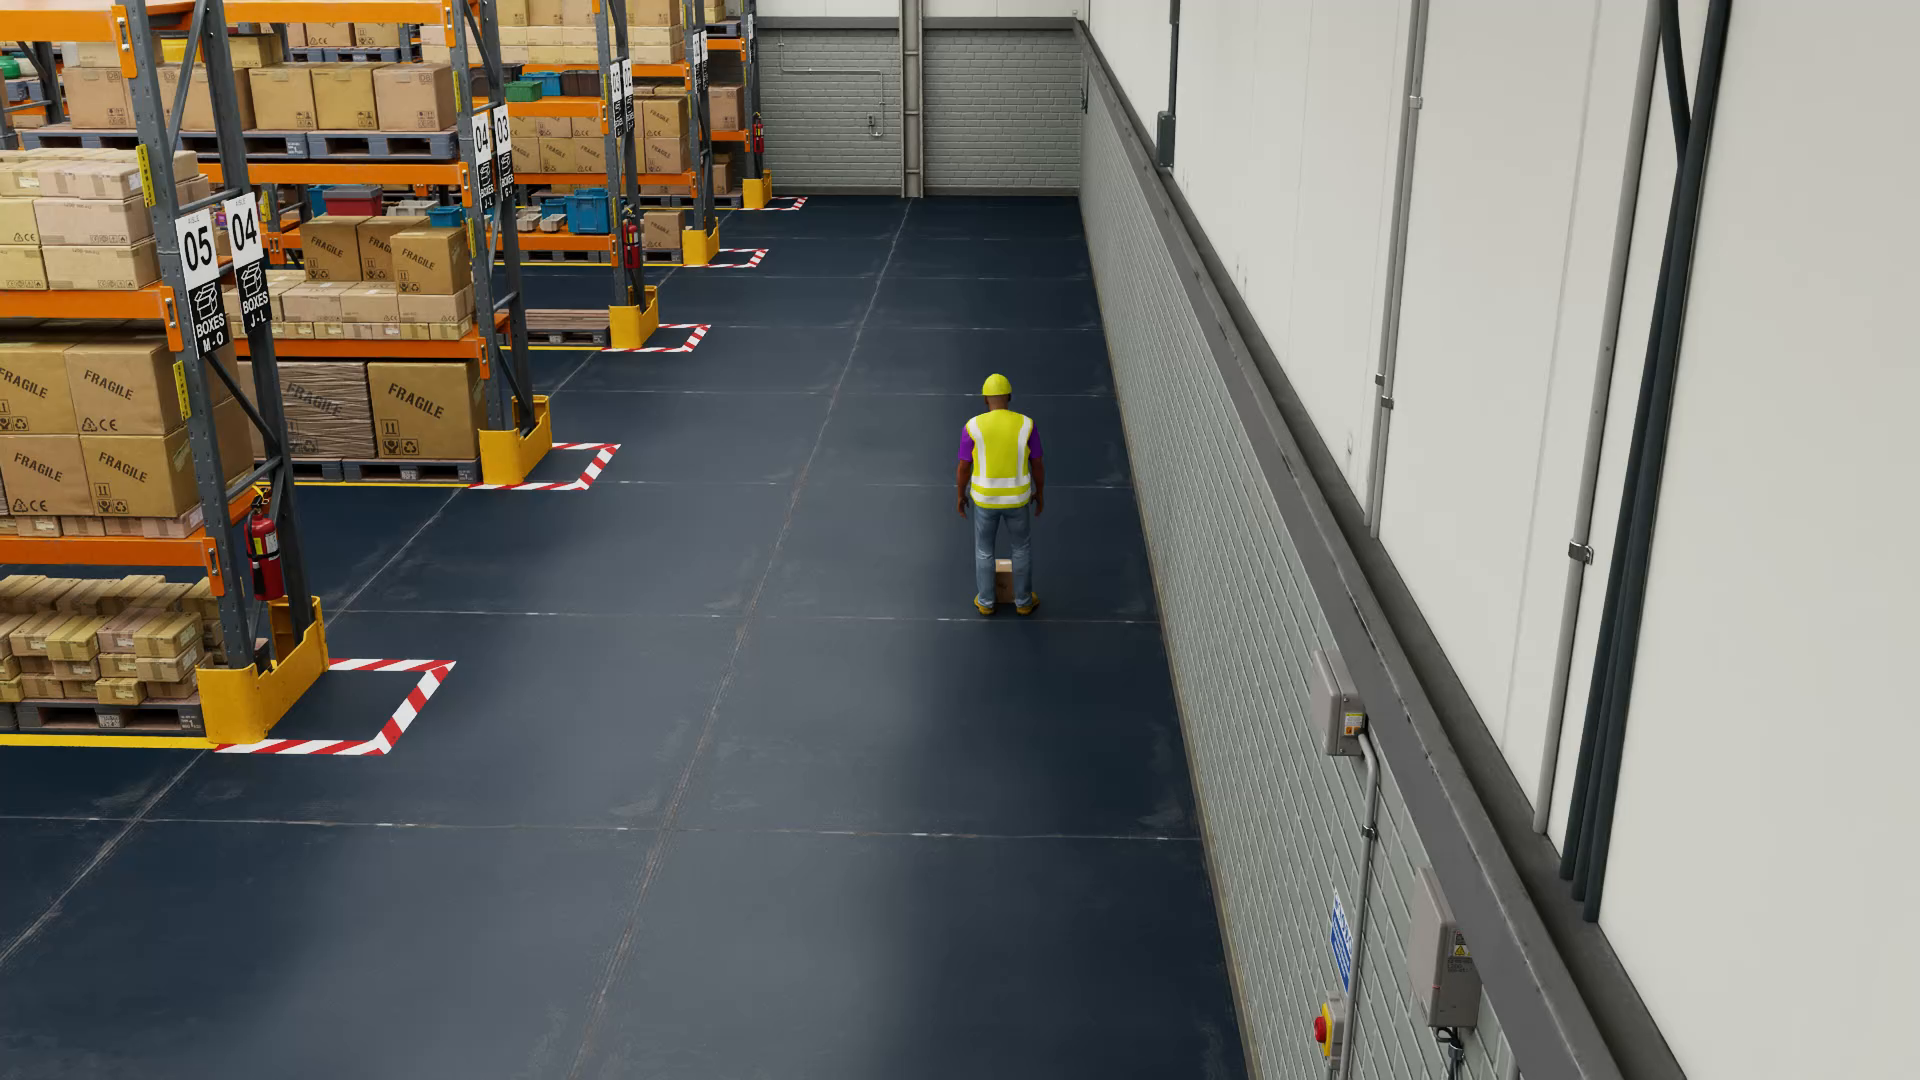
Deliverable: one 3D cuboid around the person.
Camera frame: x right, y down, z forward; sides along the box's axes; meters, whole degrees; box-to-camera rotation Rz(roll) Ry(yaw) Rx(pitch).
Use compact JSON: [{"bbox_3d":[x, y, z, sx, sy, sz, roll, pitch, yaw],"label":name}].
[{"bbox_3d":[0.289,-0.320,11.905,0.632,1.759,0.461,-1,21,-2],"label":"person"}]
